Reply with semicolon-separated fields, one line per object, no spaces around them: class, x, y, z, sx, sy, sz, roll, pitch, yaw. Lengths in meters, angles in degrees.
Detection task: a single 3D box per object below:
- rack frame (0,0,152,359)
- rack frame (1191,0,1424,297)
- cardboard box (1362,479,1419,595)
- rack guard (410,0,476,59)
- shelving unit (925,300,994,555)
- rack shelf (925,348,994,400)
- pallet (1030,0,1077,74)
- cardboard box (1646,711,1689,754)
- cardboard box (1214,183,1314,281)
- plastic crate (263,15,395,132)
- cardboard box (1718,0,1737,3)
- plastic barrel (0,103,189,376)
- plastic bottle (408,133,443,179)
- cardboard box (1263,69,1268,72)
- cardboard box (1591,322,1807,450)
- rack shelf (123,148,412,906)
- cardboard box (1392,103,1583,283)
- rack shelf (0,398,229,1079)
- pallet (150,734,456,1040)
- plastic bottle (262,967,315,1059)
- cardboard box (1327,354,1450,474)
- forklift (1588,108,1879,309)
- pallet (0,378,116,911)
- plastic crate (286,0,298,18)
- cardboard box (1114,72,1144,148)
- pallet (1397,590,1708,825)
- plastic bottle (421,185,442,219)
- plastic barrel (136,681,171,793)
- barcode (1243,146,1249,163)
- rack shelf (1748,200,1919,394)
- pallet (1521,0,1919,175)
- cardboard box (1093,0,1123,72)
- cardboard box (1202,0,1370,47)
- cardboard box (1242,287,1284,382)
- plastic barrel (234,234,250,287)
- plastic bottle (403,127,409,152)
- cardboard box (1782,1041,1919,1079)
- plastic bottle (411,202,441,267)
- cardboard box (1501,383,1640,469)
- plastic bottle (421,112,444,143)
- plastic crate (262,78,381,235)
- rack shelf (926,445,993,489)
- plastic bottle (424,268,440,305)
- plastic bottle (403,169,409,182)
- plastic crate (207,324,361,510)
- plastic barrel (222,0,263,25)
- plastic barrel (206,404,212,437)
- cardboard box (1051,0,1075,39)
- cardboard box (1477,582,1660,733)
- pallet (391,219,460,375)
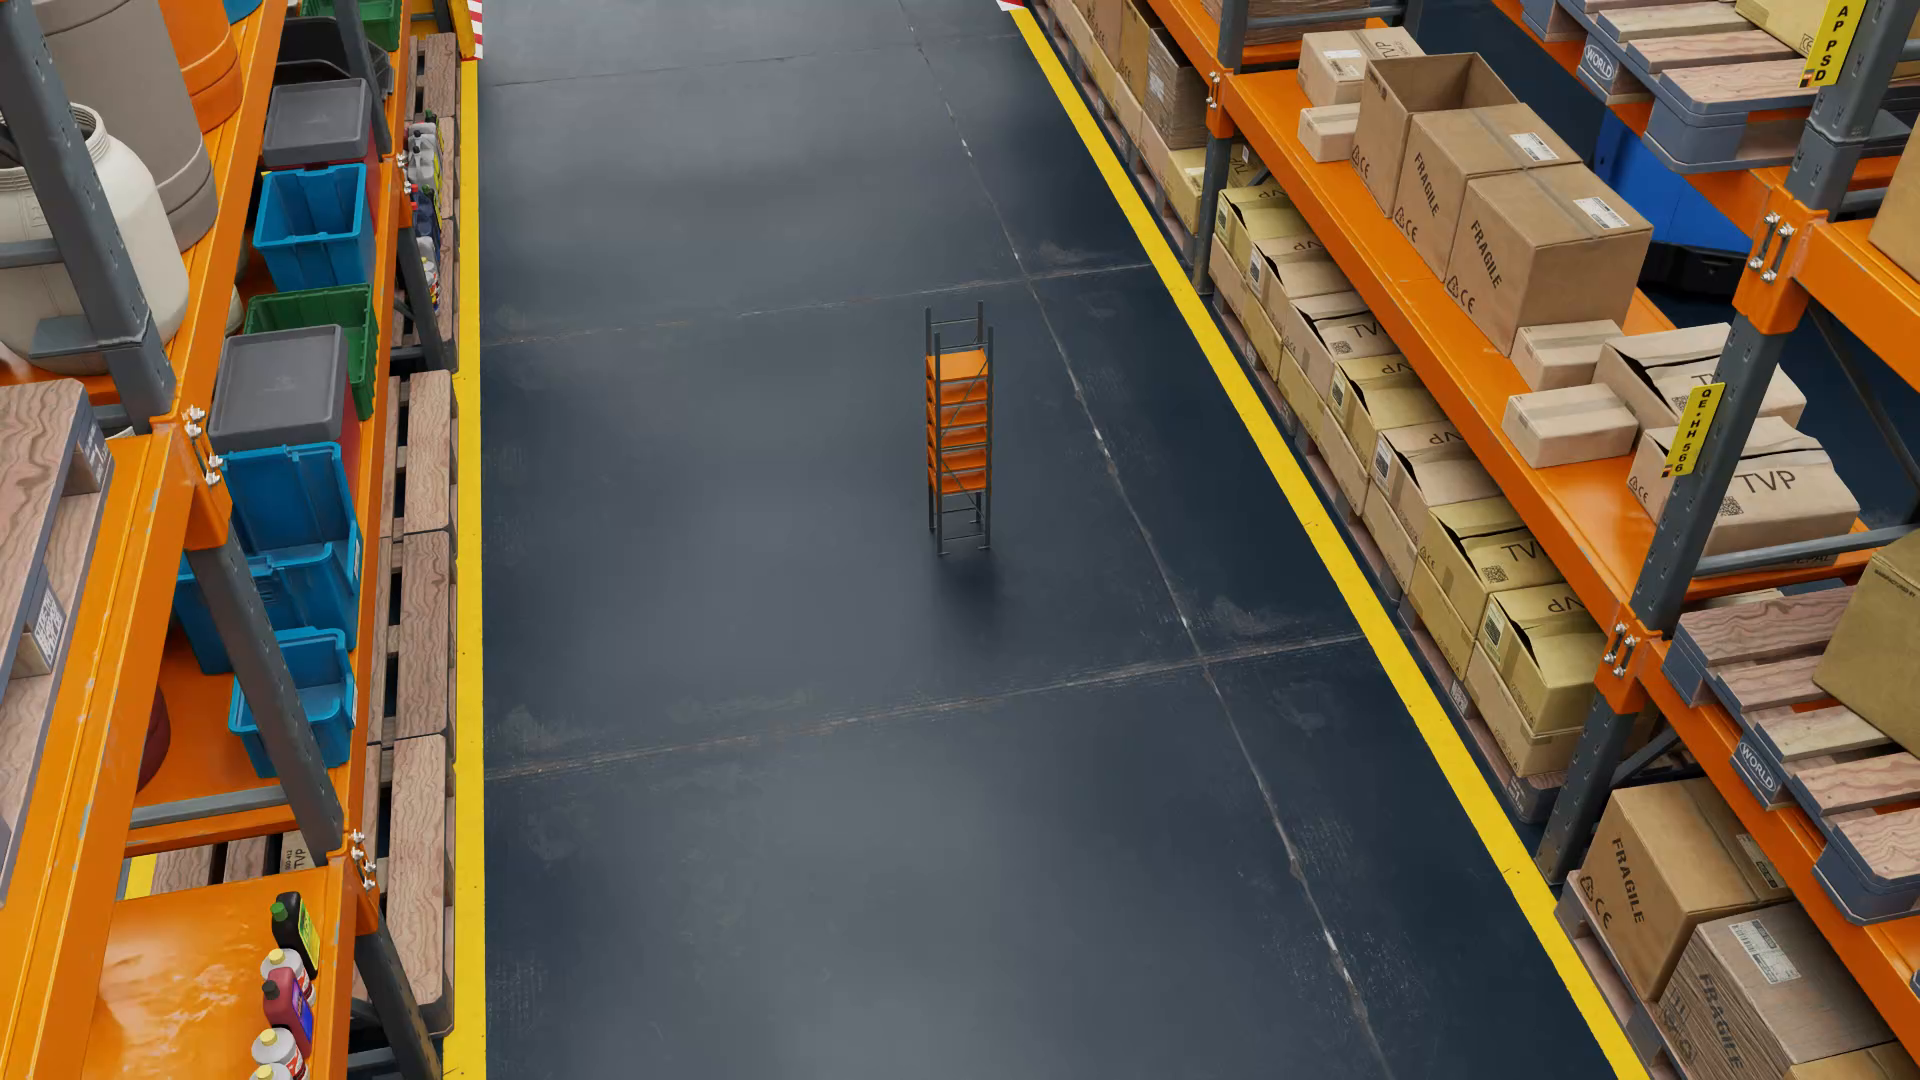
rack frame;-2.205;-1.496;2.438;1.000;3.000;0.127;-8;42;-9
rack frame;1.769;-2.552;8.147;1.000;3.000;0.127;-8;42;-9
cardboard box;2.061;-0.054;7.088;0.500;0.250;0.500;-7;42;-8
rack guard;-3.869;-3.460;11.053;1.175;0.500;0.348;-8;42;-9
shelving unit;-0.003;-0.458;7.144;0.258;1.200;0.189;-8;42;-9
rack shelf;-0.003;-0.694;6.935;0.258;0.103;0.180;-8;42;-9
pallet;1.112;-3.612;11.442;1.003;0.211;1.213;-8;42;-9
cardboard box;2.807;0.530;6.430;0.500;0.250;0.500;-8;42;-9
cardboard box;1.615;-1.587;8.393;0.500;0.311;0.500;-8;42;-9
plastic crate;-3.057;-2.179;7.774;0.767;0.338;0.504;-8;42;-9
cardboard box;2.349;-1.805;4.843;0.500;0.250;0.500;-7;42;-8
plastic barrel;-1.972;-0.661;3.673;0.421;0.512;0.421;0;42;0
plastic bottle;-3.049;-2.199;9.469;0.152;0.276;0.135;-9;42;-10
cardboard box;1.859;-2.630;9.425;0.500;0.500;0.500;-8;42;-9
cardboard box;2.629;-0.533;5.940;0.500;0.311;0.500;-9;42;-10
rack shelf;-2.636;-0.279;6.129;1.077;0.370;4.000;-8;42;-9
cardboard box;2.141;-1.423;6.800;0.500;0.500;0.500;-8;42;-9
rack shelf;-1.773;1.192;2.212;1.077;0.370;4.000;-8;42;-9
pallet;-2.334;1.283;5.927;1.003;0.211;1.213;-8;42;-9
plastic bottle;-1.651;1.142;4.073;0.061;0.283;0.133;-8;42;-9
cardboard box;1.949;-0.591;7.270;0.500;0.311;0.500;-7;42;-8
forklift;4.994;-2.567;8.216;3.031;2.935;1.130;11;43;12
pallet;-2.135;0.207;2.922;1.003;0.211;1.213;-8;42;-9
plastic crate;-3.666;-2.762;8.583;0.530;0.136;0.437;-8;42;-9
cardboard box;1.235;-2.598;9.954;0.500;0.250;0.500;-8;42;-9
pallet;2.493;0.544;6.760;1.003;0.211;1.213;-8;42;-9
plastic bottle;-2.916;-1.855;9.138;0.097;0.201;0.097;0;42;0
plastic barrel;-2.601;0.440;4.674;0.600;0.536;0.708;-8;42;-9
barcode;1.418;-1.916;8.259;0.001;0.075;0.075;-8;42;-9
rack shelf;3.065;0.484;3.009;1.077;0.370;4.000;-8;42;-9
pallet;2.399;-1.438;4.774;1.213;0.211;1.003;-7;42;-7
cardboard box;1.126;-3.202;10.069;0.500;0.500;0.500;-8;42;-9
cardboard box;1.668;-2.876;8.437;0.700;0.500;0.500;-9;42;-10
cardboard box;1.724;-1.052;8.213;0.500;0.250;0.500;-7;42;-8
plastic barrel;-3.076;-1.244;6.571;0.433;0.535;0.433;0;42;0
plastic bottle;-3.183;-2.276;9.551;0.061;0.283;0.133;-8;42;-9
cardboard box;2.674;1.811;4.783;0.500;0.500;0.500;-9;42;-10
plastic bottle;-2.837;-1.601;8.740;0.144;0.351;0.185;-7;42;-8
cardboard box;2.169;-0.409;5.922;0.380;0.149;0.250;-8;42;-9
plastic bottle;-3.107;-2.428;9.784;0.097;0.201;0.097;0;42;0
plastic crate;-2.665;-1.599;7.025;0.402;0.464;0.583;-8;42;-9
rack shelf;-0.003;-0.335;7.253;0.258;0.103;0.180;-8;42;-9
plastic bottle;-2.731;-1.298;8.511;0.097;0.201;0.097;0;42;0
plastic bottle;-3.109;-1.934;9.171;0.152;0.276;0.135;-8;42;-9
plastic crate;-2.255;-0.367;5.638;0.402;0.464;0.583;-8;42;-9
plastic barrel;-2.464;-2.008;4.897;0.600;0.901;0.708;-8;42;-9
plastic barrel;-2.824;-0.488;5.720;0.433;0.535;0.433;0;42;0
cardboard box;0.916;-3.571;11.050;0.500;0.250;0.500;-8;42;-9
cardboard box;2.279;0.398;6.156;0.500;0.311;0.500;-7;42;-8
pallet;-3.172;-1.243;8.773;1.003;0.211;1.213;-8;42;-9
